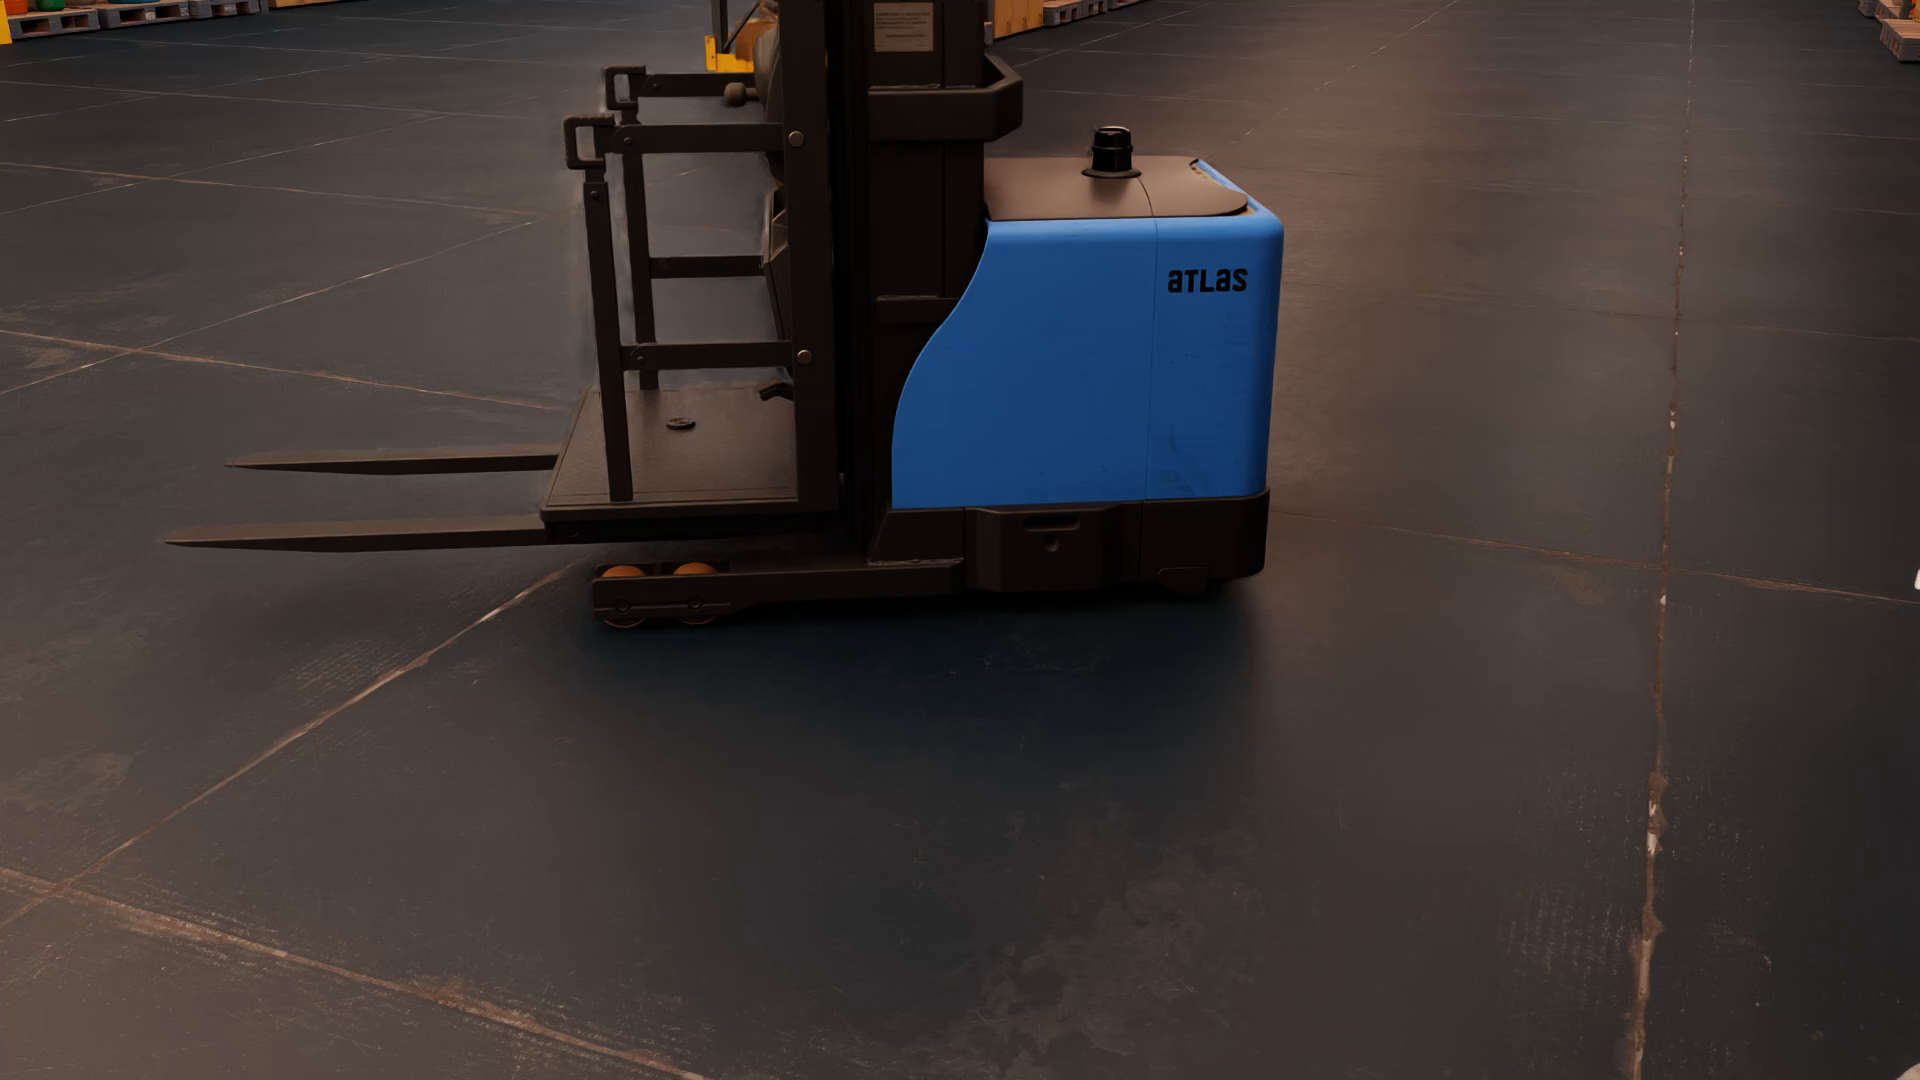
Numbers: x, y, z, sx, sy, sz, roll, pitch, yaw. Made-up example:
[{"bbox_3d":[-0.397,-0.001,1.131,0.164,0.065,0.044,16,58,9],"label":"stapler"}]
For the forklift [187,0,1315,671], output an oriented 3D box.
[{"bbox_3d":[-0.549,-1.248,4.279,3.031,2.935,1.130,-10,25,-23],"label":"forklift"}]
